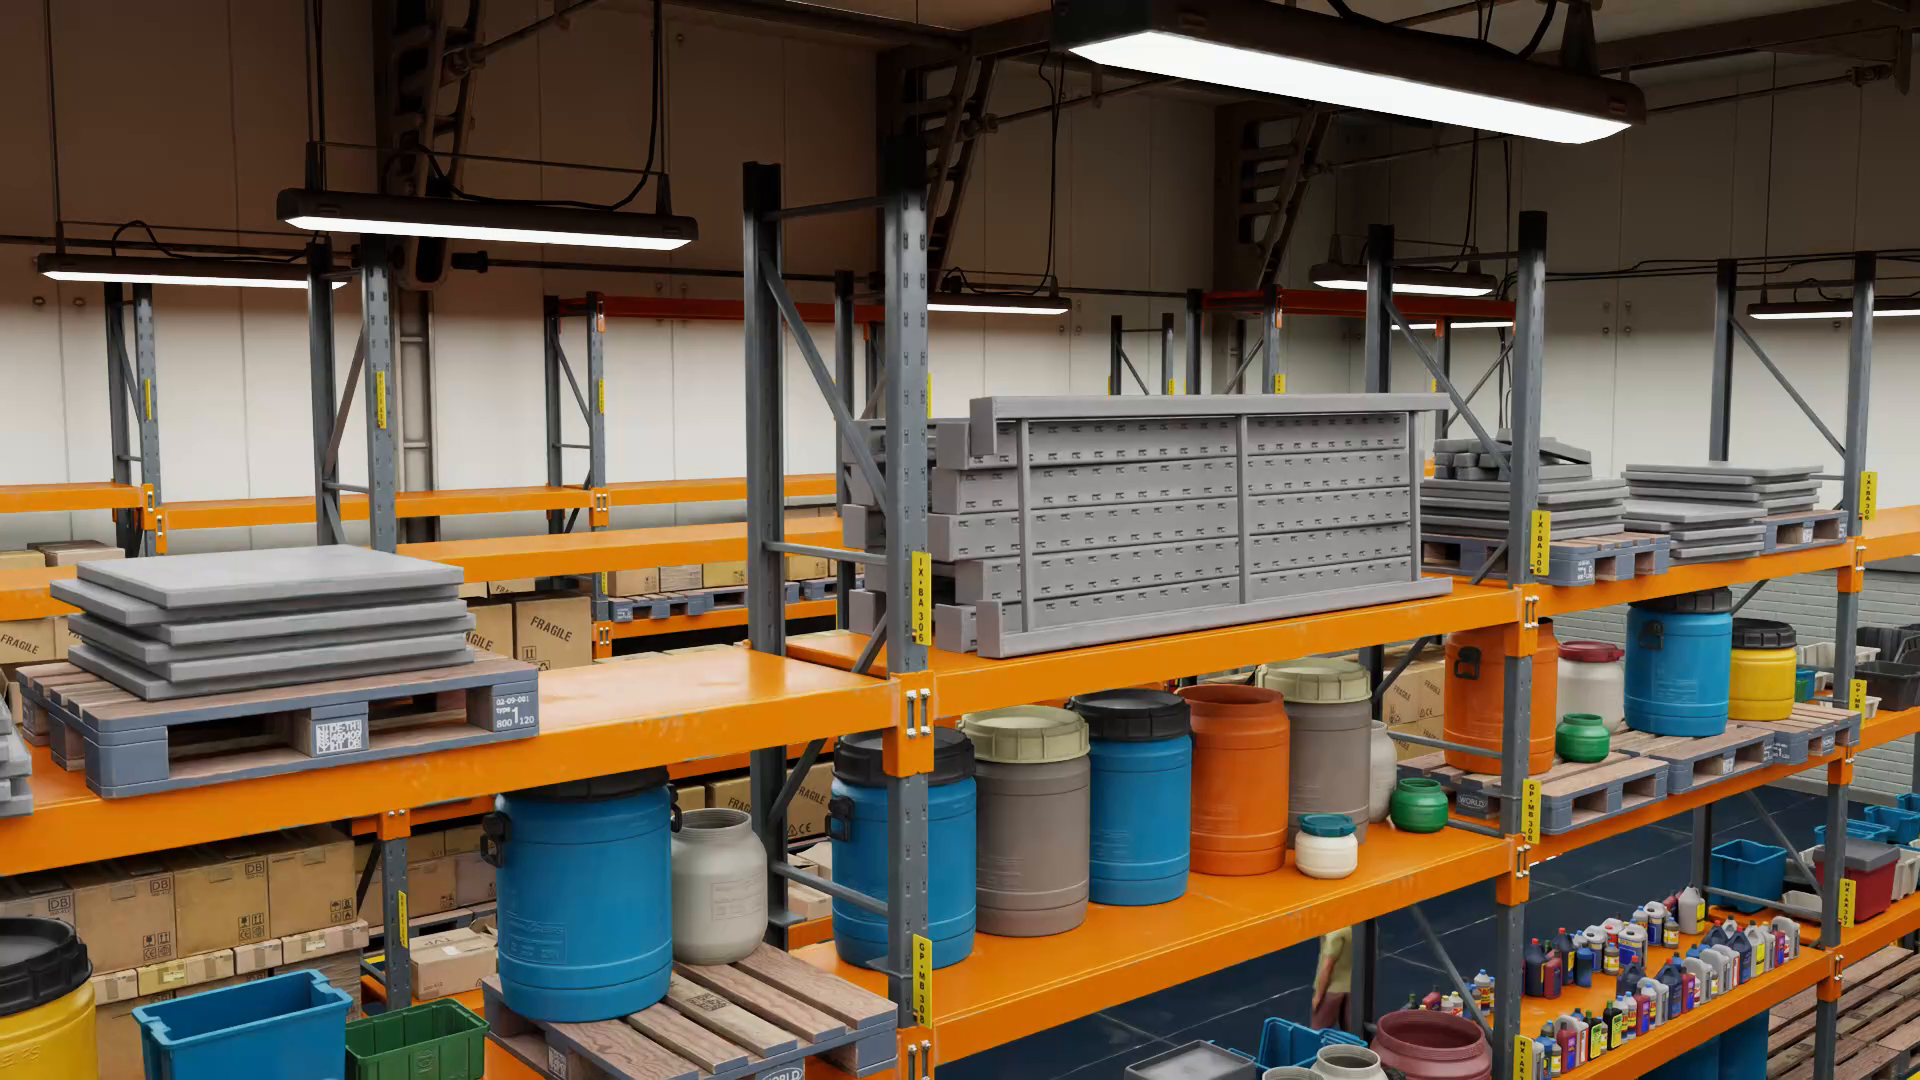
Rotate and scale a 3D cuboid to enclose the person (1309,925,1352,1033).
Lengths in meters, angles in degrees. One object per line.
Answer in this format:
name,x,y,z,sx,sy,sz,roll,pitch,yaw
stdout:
person,2.692,3.212,11.764,0.473,1.681,0.417,-1,6,-13
